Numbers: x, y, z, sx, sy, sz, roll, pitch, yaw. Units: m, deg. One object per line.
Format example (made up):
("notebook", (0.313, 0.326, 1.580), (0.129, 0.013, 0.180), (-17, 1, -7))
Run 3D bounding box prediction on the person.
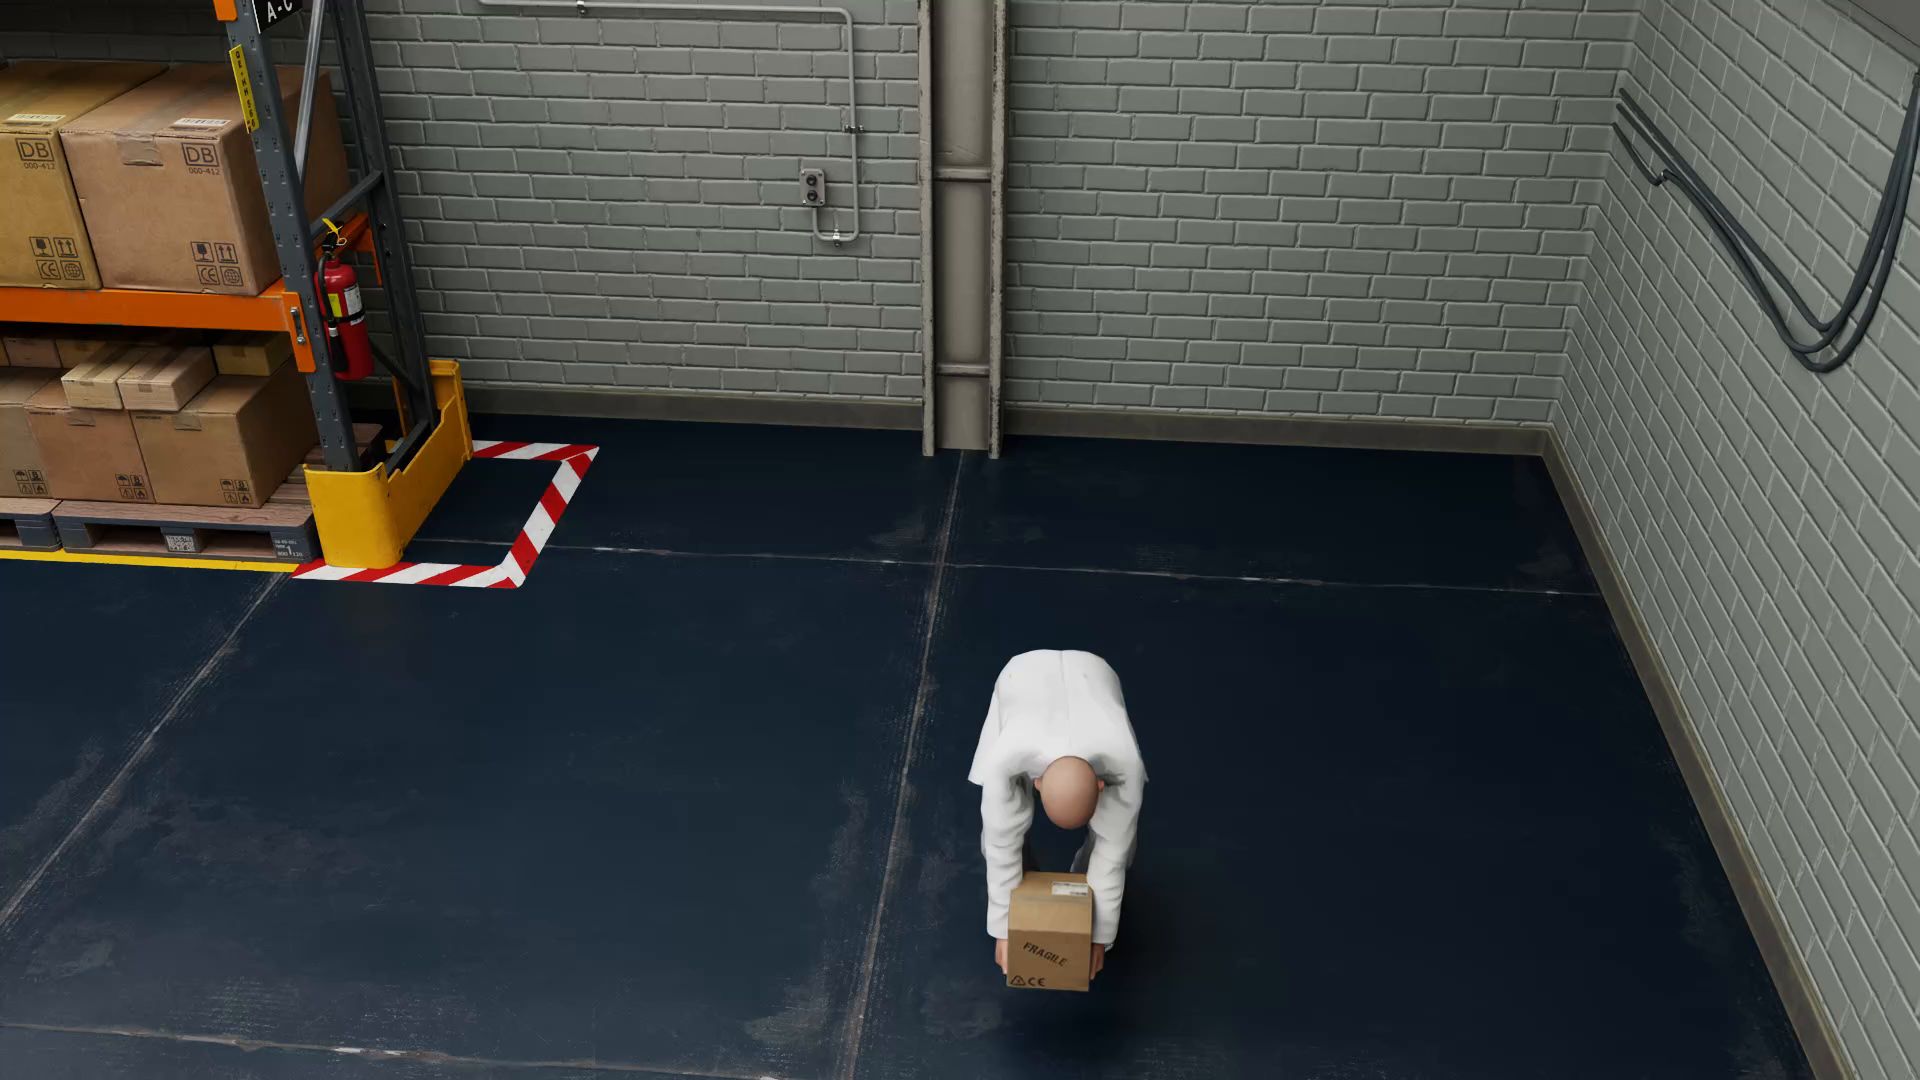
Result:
("person", (0.313, 0.921, 5.295), (0.587, 1.101, 0.940), (1, 32, 2))
